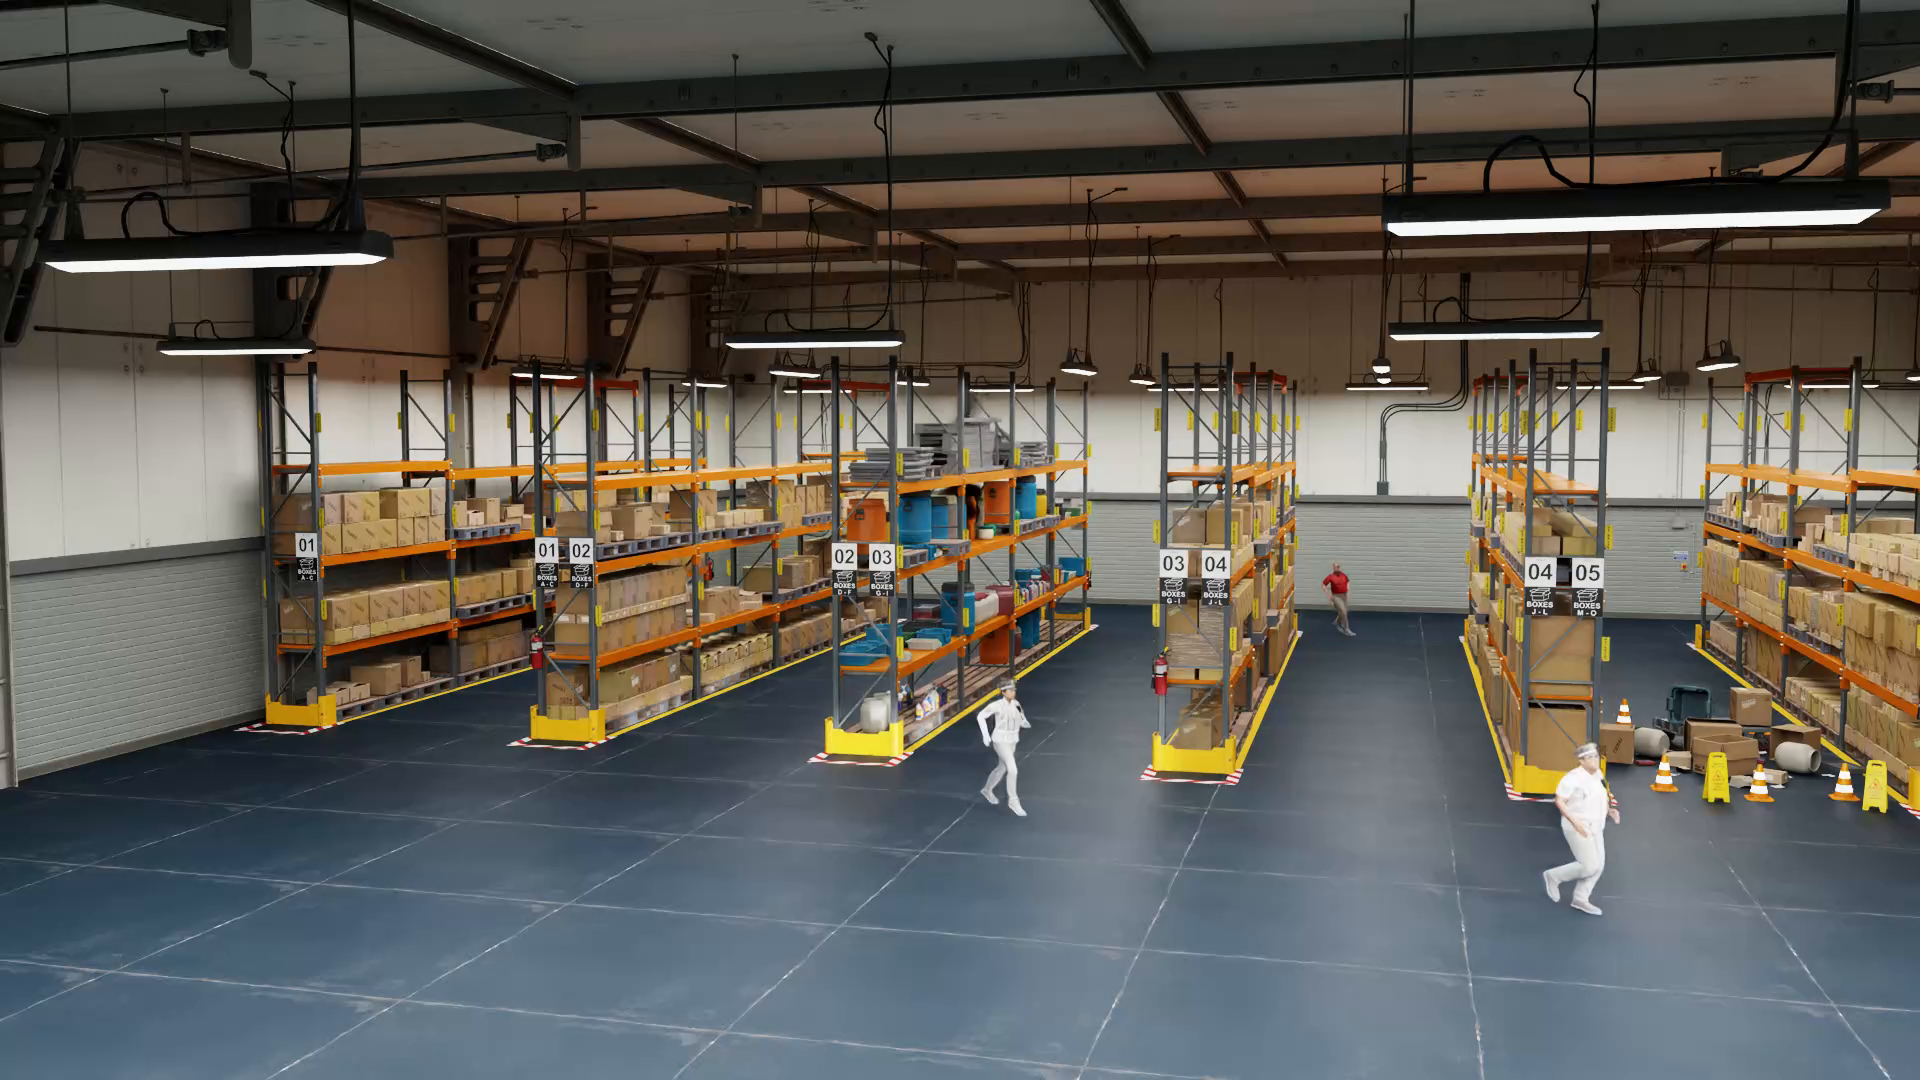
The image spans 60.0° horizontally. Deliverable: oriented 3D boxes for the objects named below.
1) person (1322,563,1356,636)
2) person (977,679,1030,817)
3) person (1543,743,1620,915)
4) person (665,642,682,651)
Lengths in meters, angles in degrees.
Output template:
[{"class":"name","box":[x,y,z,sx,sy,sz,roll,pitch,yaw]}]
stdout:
[{"class":"person","box":[8.948,1.387,39.294,0.720,1.695,0.849,-2,4,-22]},{"class":"person","box":[0.571,2.643,21.418,0.848,1.738,0.580,4,5,42]},{"class":"person","box":[6.406,2.937,17.076,0.653,1.758,0.647,-3,5,-37]},{"class":"person","box":[-6.347,1.562,36.369,0.667,1.750,0.915,1,4,9]}]
